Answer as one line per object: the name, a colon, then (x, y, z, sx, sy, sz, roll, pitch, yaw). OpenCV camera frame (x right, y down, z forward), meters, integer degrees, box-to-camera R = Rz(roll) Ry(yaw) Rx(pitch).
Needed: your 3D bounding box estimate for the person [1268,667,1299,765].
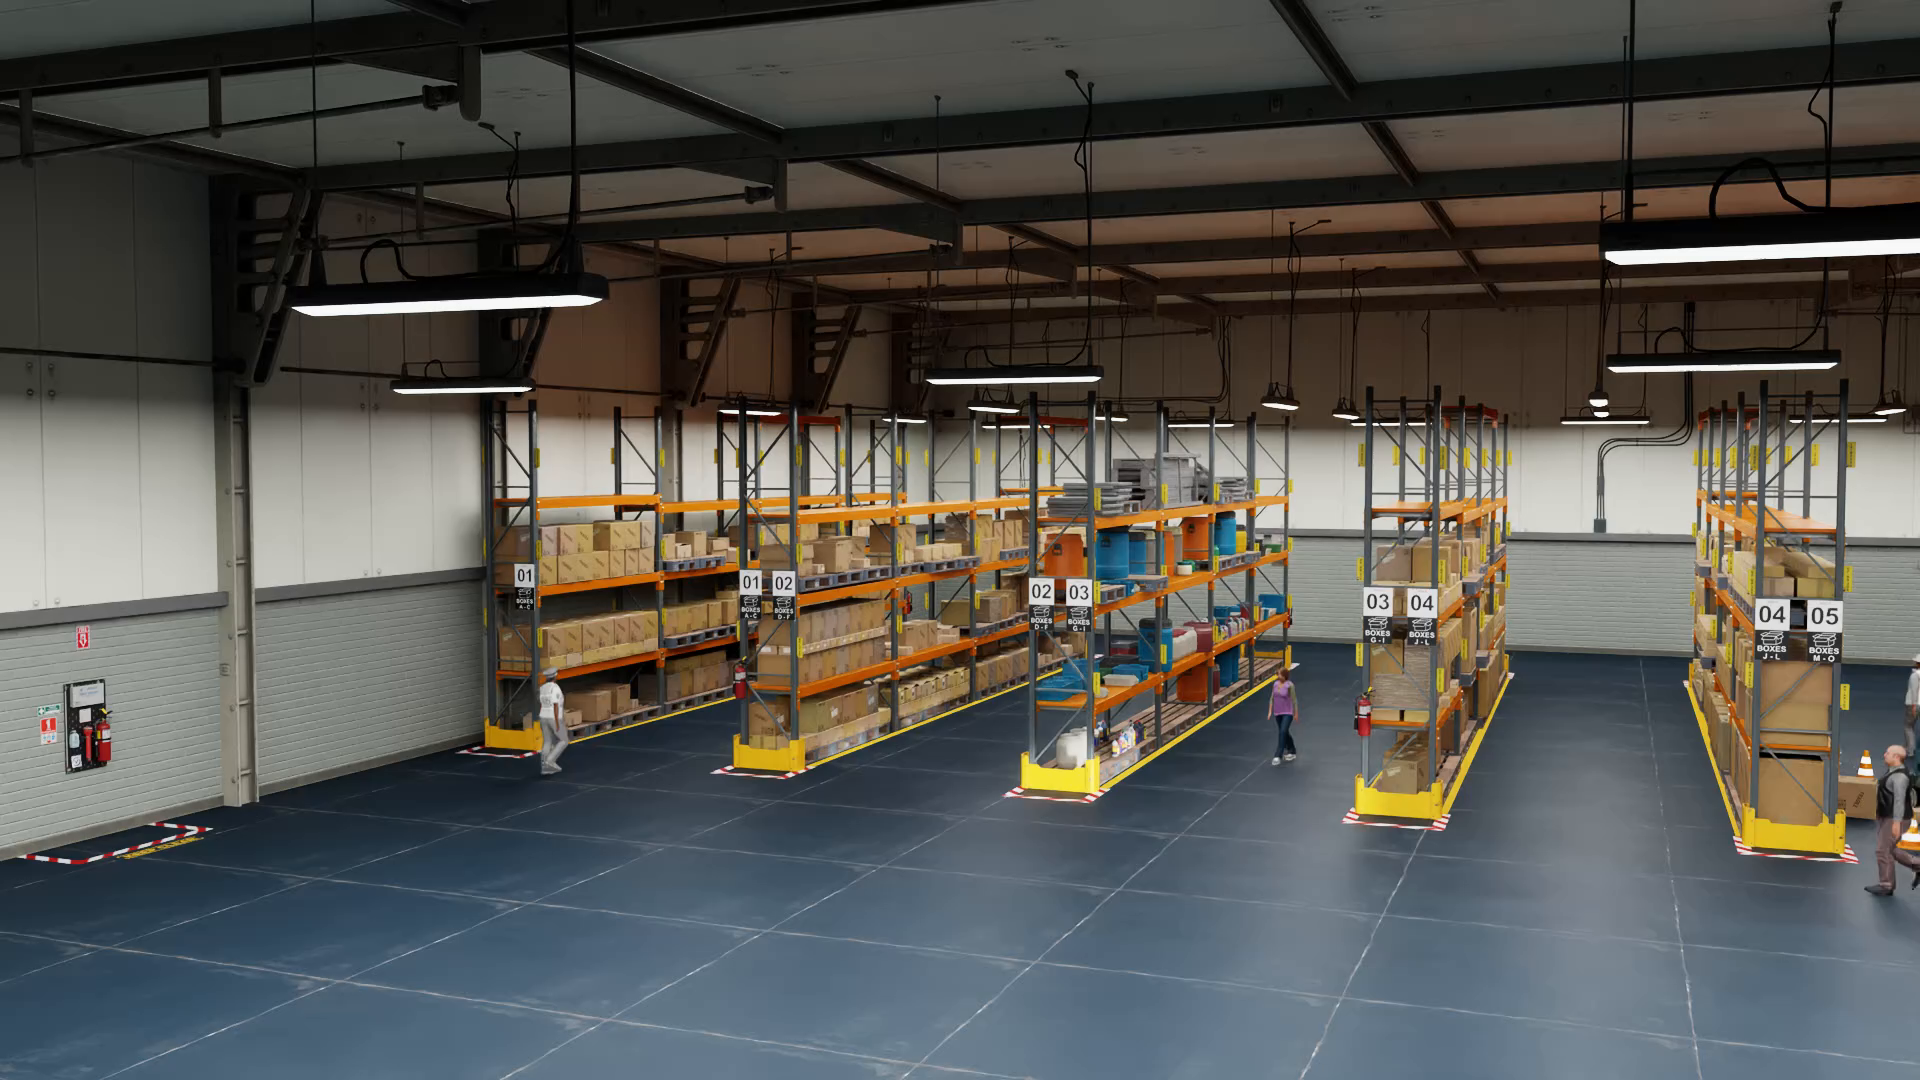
person: (5.252, 2.857, 27.198, 0.856, 1.563, 0.448, -2, 4, -39)

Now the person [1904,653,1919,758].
person: (15.929, 2.784, 27.512, 0.515, 1.813, 0.624, 1, 3, 12)

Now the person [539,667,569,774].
person: (-6.484, 2.860, 26.334, 0.509, 1.672, 0.461, 2, 3, 30)

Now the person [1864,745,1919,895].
person: (10.733, 3.196, 18.987, 0.709, 1.708, 0.539, 1, 3, 19)
